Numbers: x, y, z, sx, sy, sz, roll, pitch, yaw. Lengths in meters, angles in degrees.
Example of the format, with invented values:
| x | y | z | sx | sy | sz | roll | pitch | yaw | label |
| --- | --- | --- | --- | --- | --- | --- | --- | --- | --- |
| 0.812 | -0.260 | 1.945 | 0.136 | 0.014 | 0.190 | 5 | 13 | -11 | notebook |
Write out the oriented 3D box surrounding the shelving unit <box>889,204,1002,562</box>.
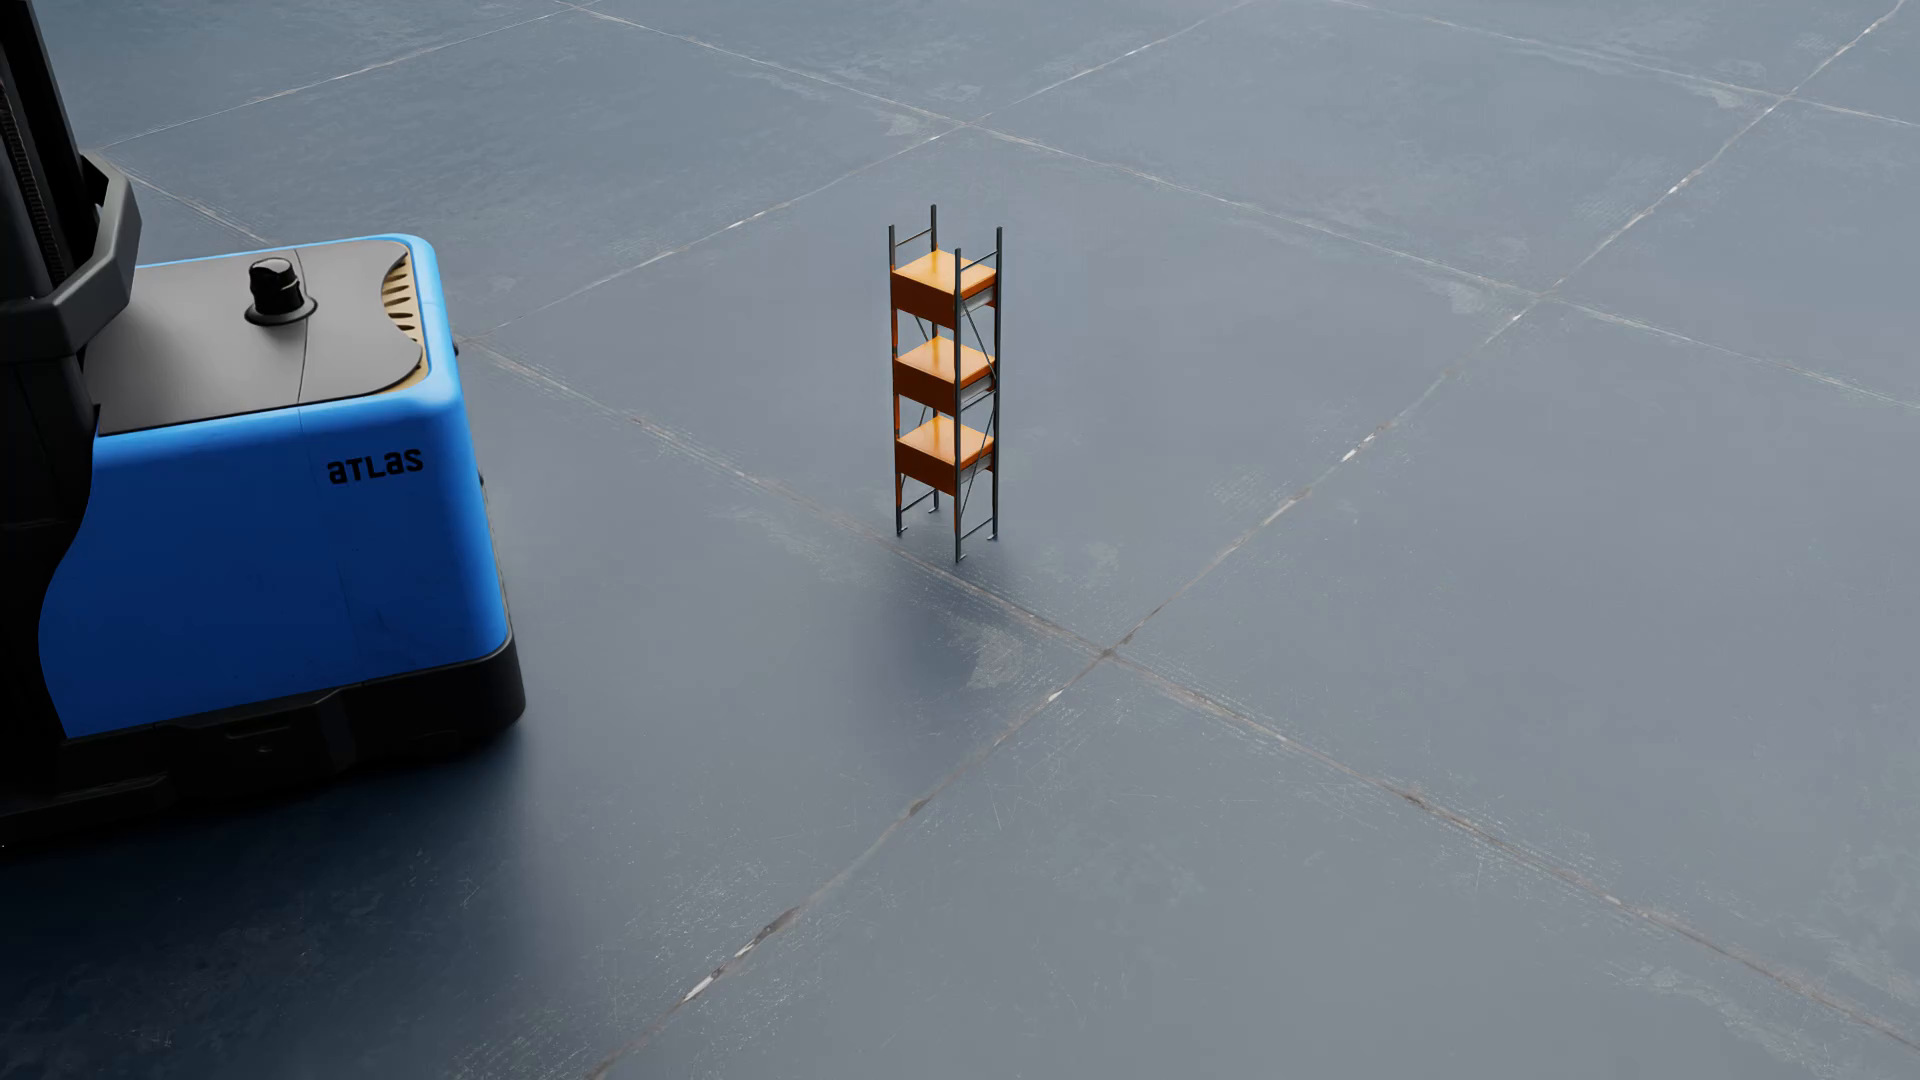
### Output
| x | y | z | sx | sy | sz | roll | pitch | yaw | label |
| --- | --- | --- | --- | --- | --- | --- | --- | --- | --- |
| -0.041 | -0.452 | 4.981 | 0.252 | 1.050 | 0.215 | 25 | 42 | 32 | shelving unit |

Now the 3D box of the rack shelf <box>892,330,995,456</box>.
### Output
| x | y | z | sx | sy | sz | roll | pitch | yaw | label |
| --- | --- | --- | --- | --- | --- | --- | --- | --- | --- |
| -0.041 | -0.443 | 4.987 | 0.240 | 0.259 | 0.215 | 25 | 42 | 32 | rack shelf |

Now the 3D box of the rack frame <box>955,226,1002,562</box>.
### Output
| x | y | z | sx | sy | sz | roll | pitch | yaw | label |
| --- | --- | --- | --- | --- | --- | --- | --- | --- | --- |
| 0.053 | -0.408 | 4.917 | 0.008 | 1.050 | 0.200 | 25 | 42 | 32 | rack frame |

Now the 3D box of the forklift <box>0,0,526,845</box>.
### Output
| x | y | z | sx | sy | sz | roll | pitch | yaw | label |
| --- | --- | --- | --- | --- | --- | --- | --- | --- | --- |
| -2.741 | -0.663 | 3.626 | 3.031 | 2.935 | 1.130 | -11 | 36 | -15 | forklift |

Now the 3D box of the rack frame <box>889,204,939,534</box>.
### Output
| x | y | z | sx | sy | sz | roll | pitch | yaw | label |
| --- | --- | --- | --- | --- | --- | --- | --- | --- | --- |
| -0.135 | -0.496 | 5.045 | 0.008 | 1.050 | 0.200 | 25 | 42 | 32 | rack frame |

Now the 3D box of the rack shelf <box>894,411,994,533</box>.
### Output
| x | y | z | sx | sy | sz | roll | pitch | yaw | label |
| --- | --- | --- | --- | --- | --- | --- | --- | --- | --- |
| -0.041 | -0.214 | 5.144 | 0.240 | 0.259 | 0.215 | 25 | 42 | 32 | rack shelf |

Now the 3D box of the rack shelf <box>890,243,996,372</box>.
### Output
| x | y | z | sx | sy | sz | roll | pitch | yaw | label |
| --- | --- | --- | --- | --- | --- | --- | --- | --- | --- |
| -0.041 | -0.677 | 4.826 | 0.240 | 0.259 | 0.215 | 25 | 42 | 32 | rack shelf |
